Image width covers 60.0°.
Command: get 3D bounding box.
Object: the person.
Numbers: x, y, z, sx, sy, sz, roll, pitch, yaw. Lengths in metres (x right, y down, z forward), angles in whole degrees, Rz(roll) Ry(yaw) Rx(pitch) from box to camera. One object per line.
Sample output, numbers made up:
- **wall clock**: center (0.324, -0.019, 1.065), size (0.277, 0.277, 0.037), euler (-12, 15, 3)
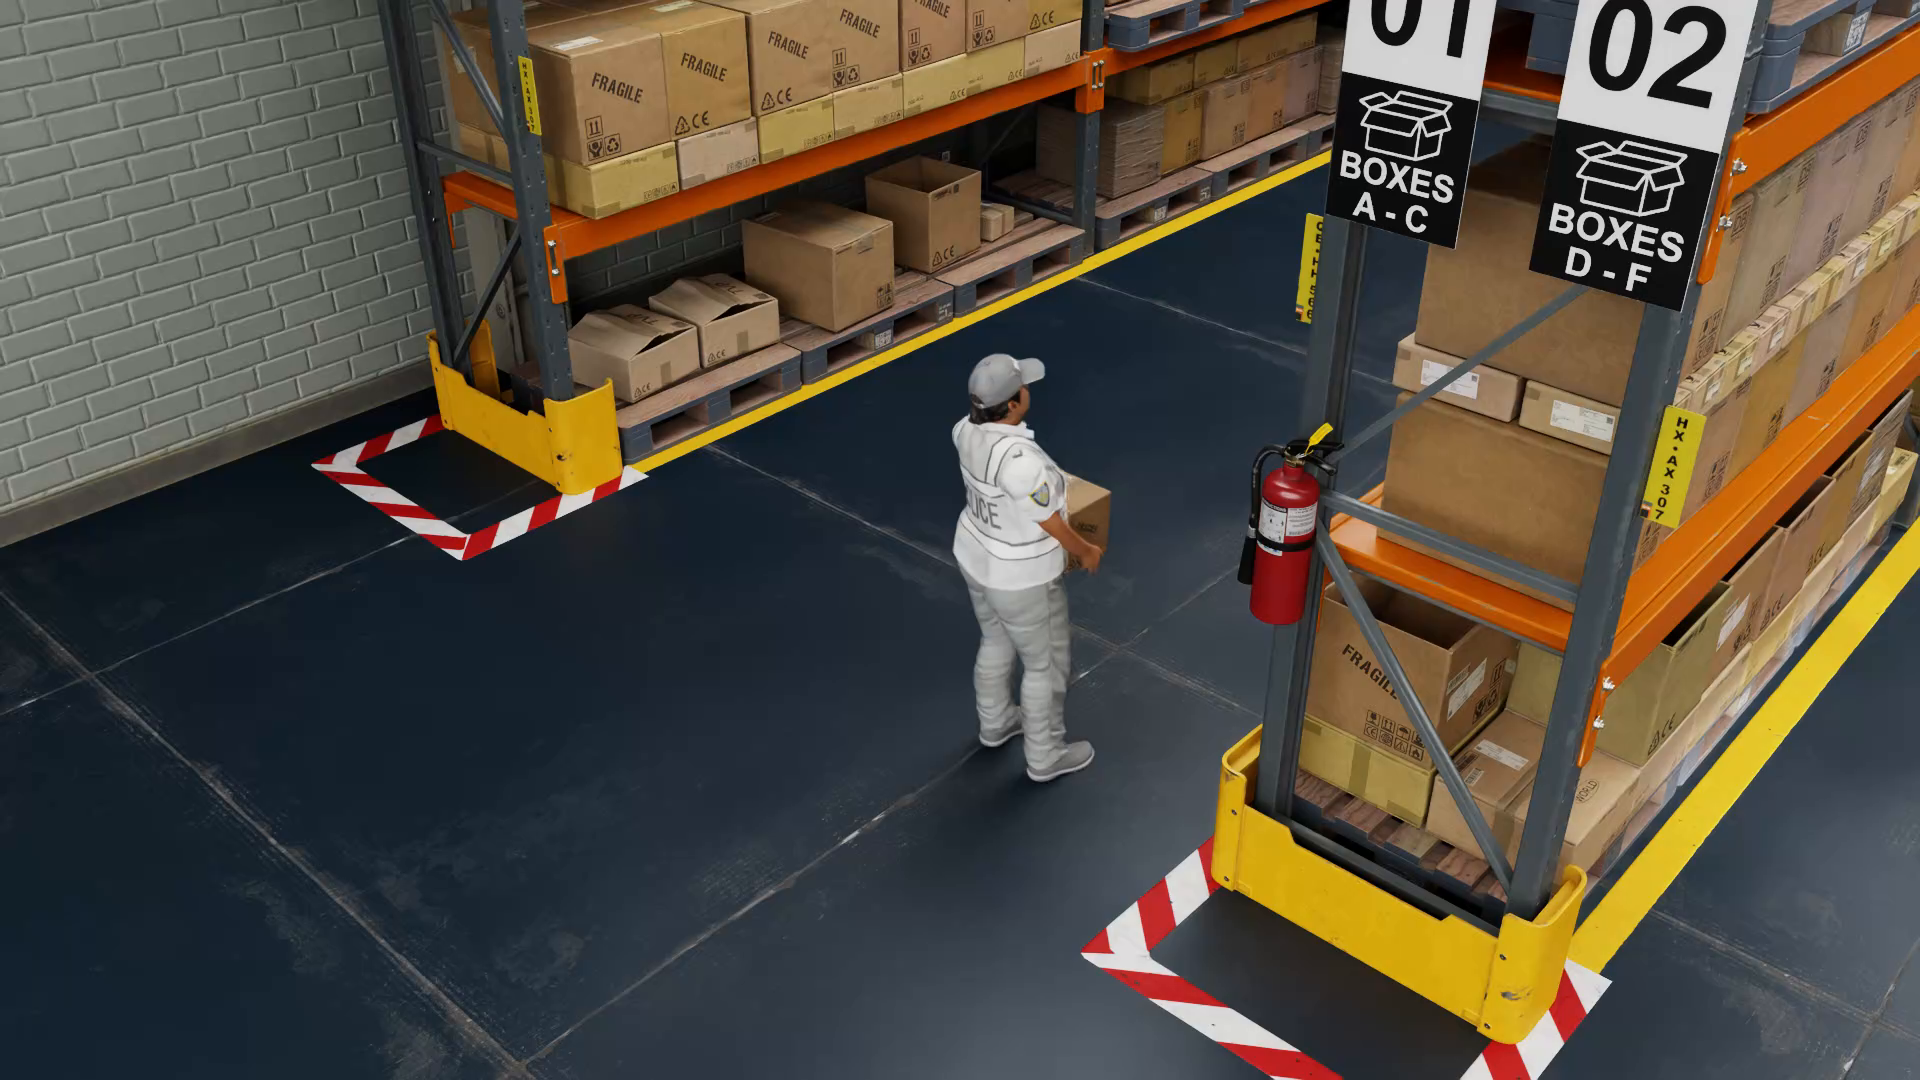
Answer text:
- **person**: center (0.239, 0.088, 5.982), size (0.482, 1.671, 0.497), euler (-13, 34, -20)
